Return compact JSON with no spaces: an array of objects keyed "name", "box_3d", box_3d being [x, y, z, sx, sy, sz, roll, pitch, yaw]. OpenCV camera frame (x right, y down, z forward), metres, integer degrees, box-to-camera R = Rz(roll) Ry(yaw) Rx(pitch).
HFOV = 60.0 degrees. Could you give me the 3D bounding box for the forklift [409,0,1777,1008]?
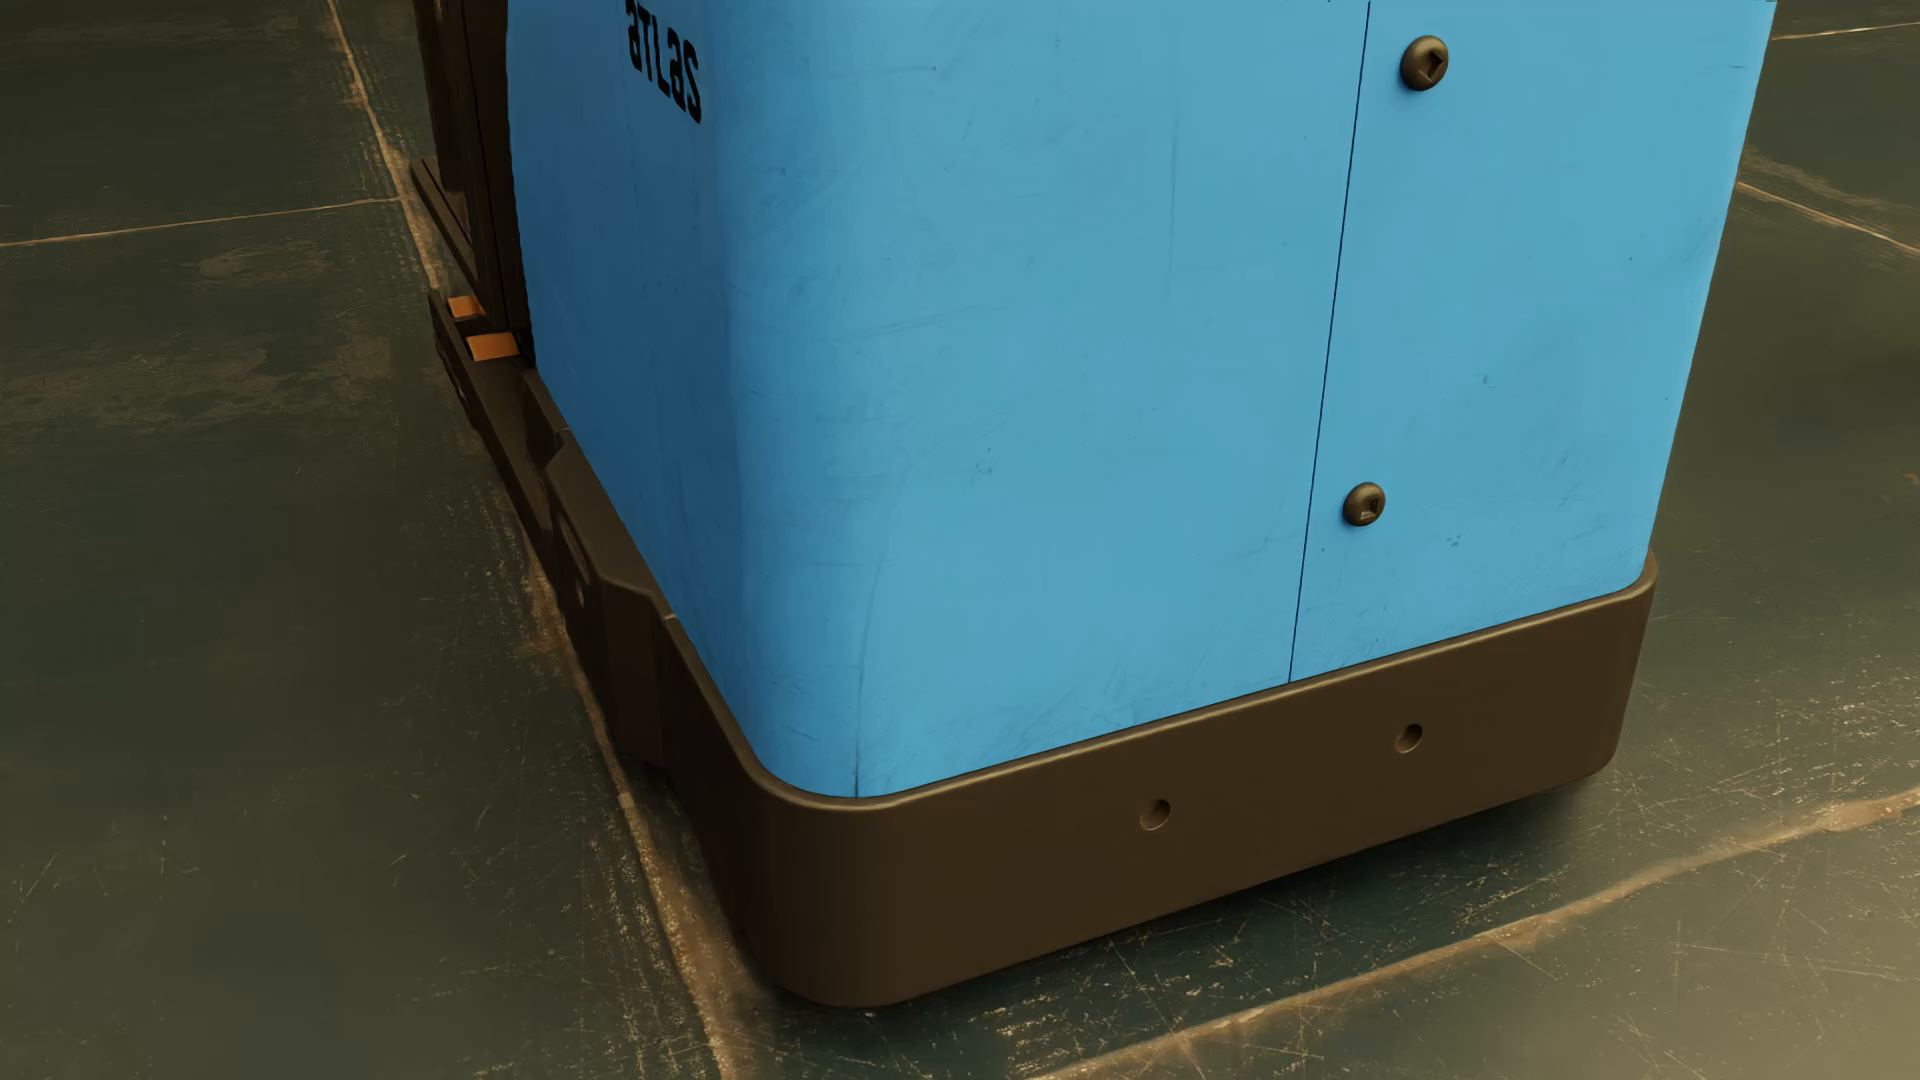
[{"name":"forklift","box_3d":[-0.297,-1.540,2.242,1.130,2.935,3.031,-13,32,-21]}]
